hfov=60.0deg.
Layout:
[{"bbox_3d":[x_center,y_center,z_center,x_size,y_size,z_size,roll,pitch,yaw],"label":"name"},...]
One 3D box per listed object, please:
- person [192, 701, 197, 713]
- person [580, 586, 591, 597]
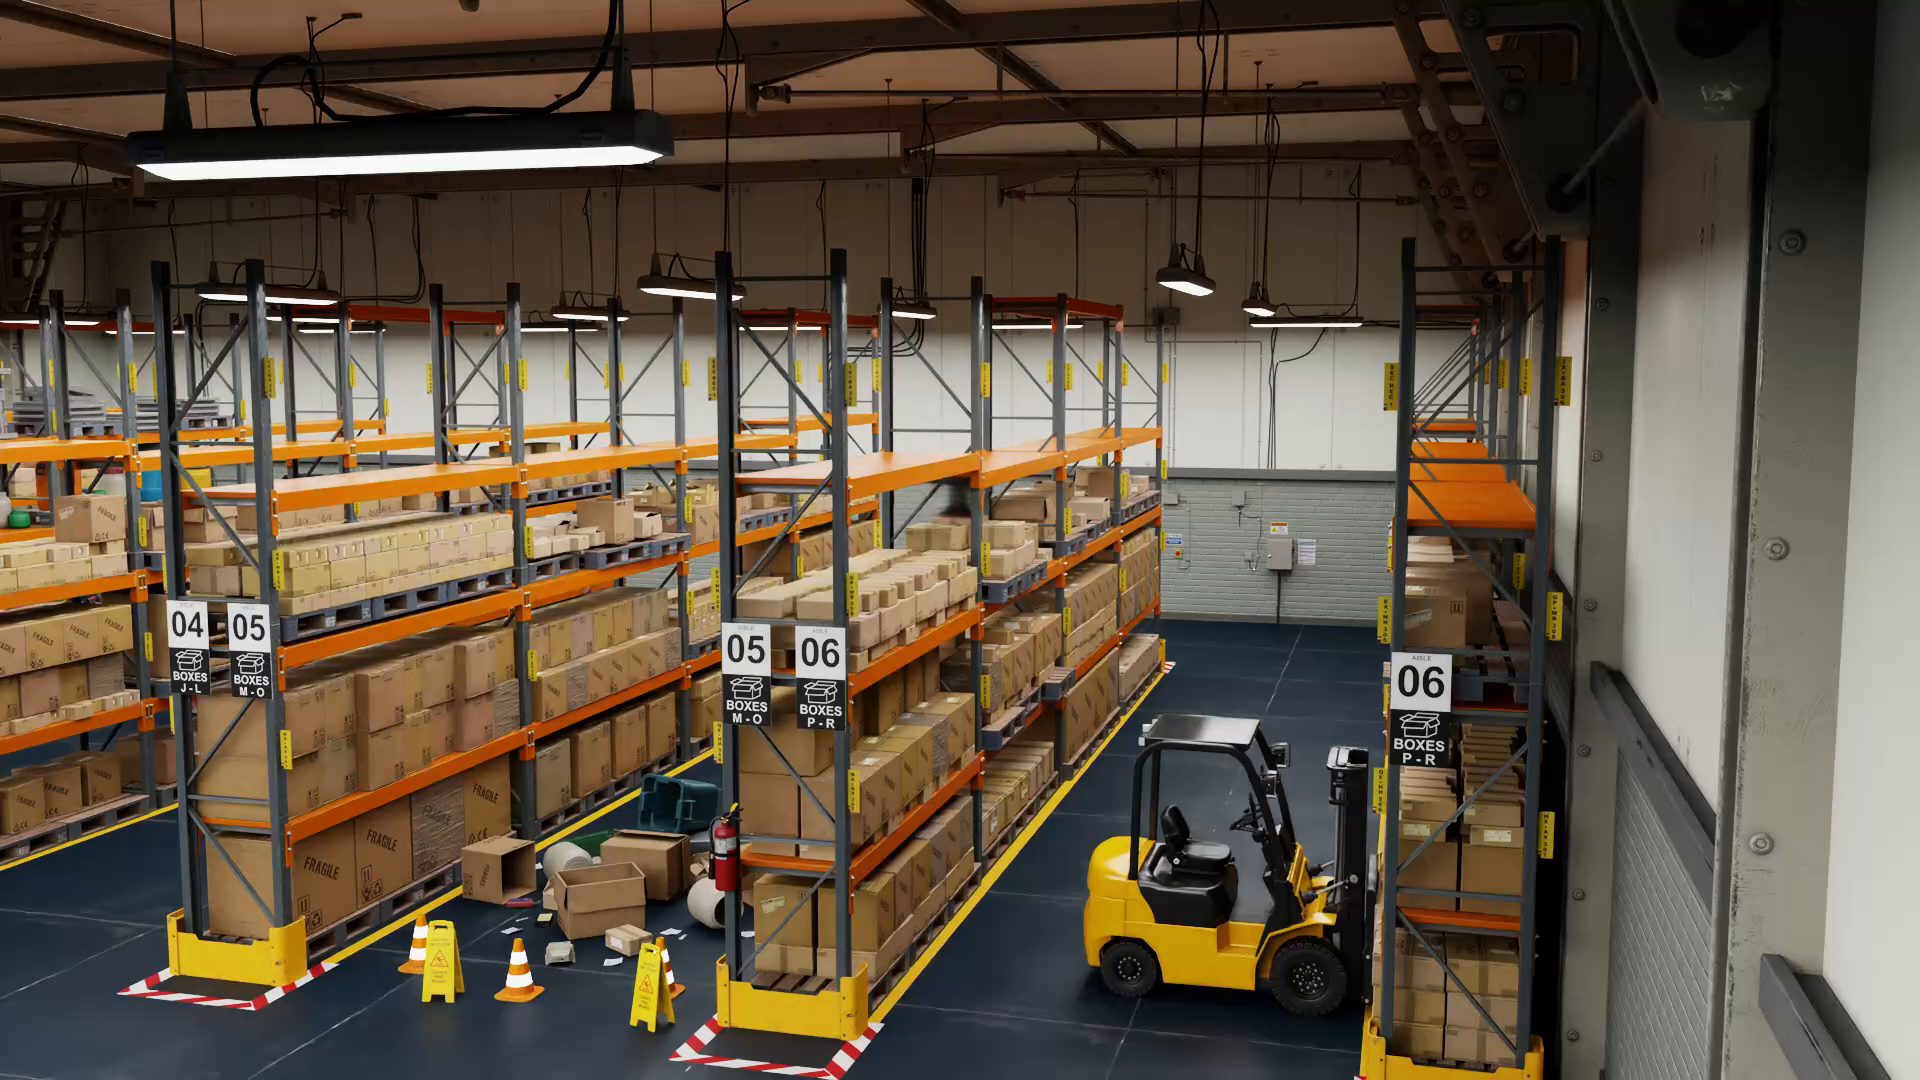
[{"bbox_3d":[-11.361,1.742,24.626,0.383,1.704,0.481,1,6,11],"label":"person"},{"bbox_3d":[-6.098,1.499,27.111,0.411,1.611,0.928,2,6,20],"label":"person"}]
